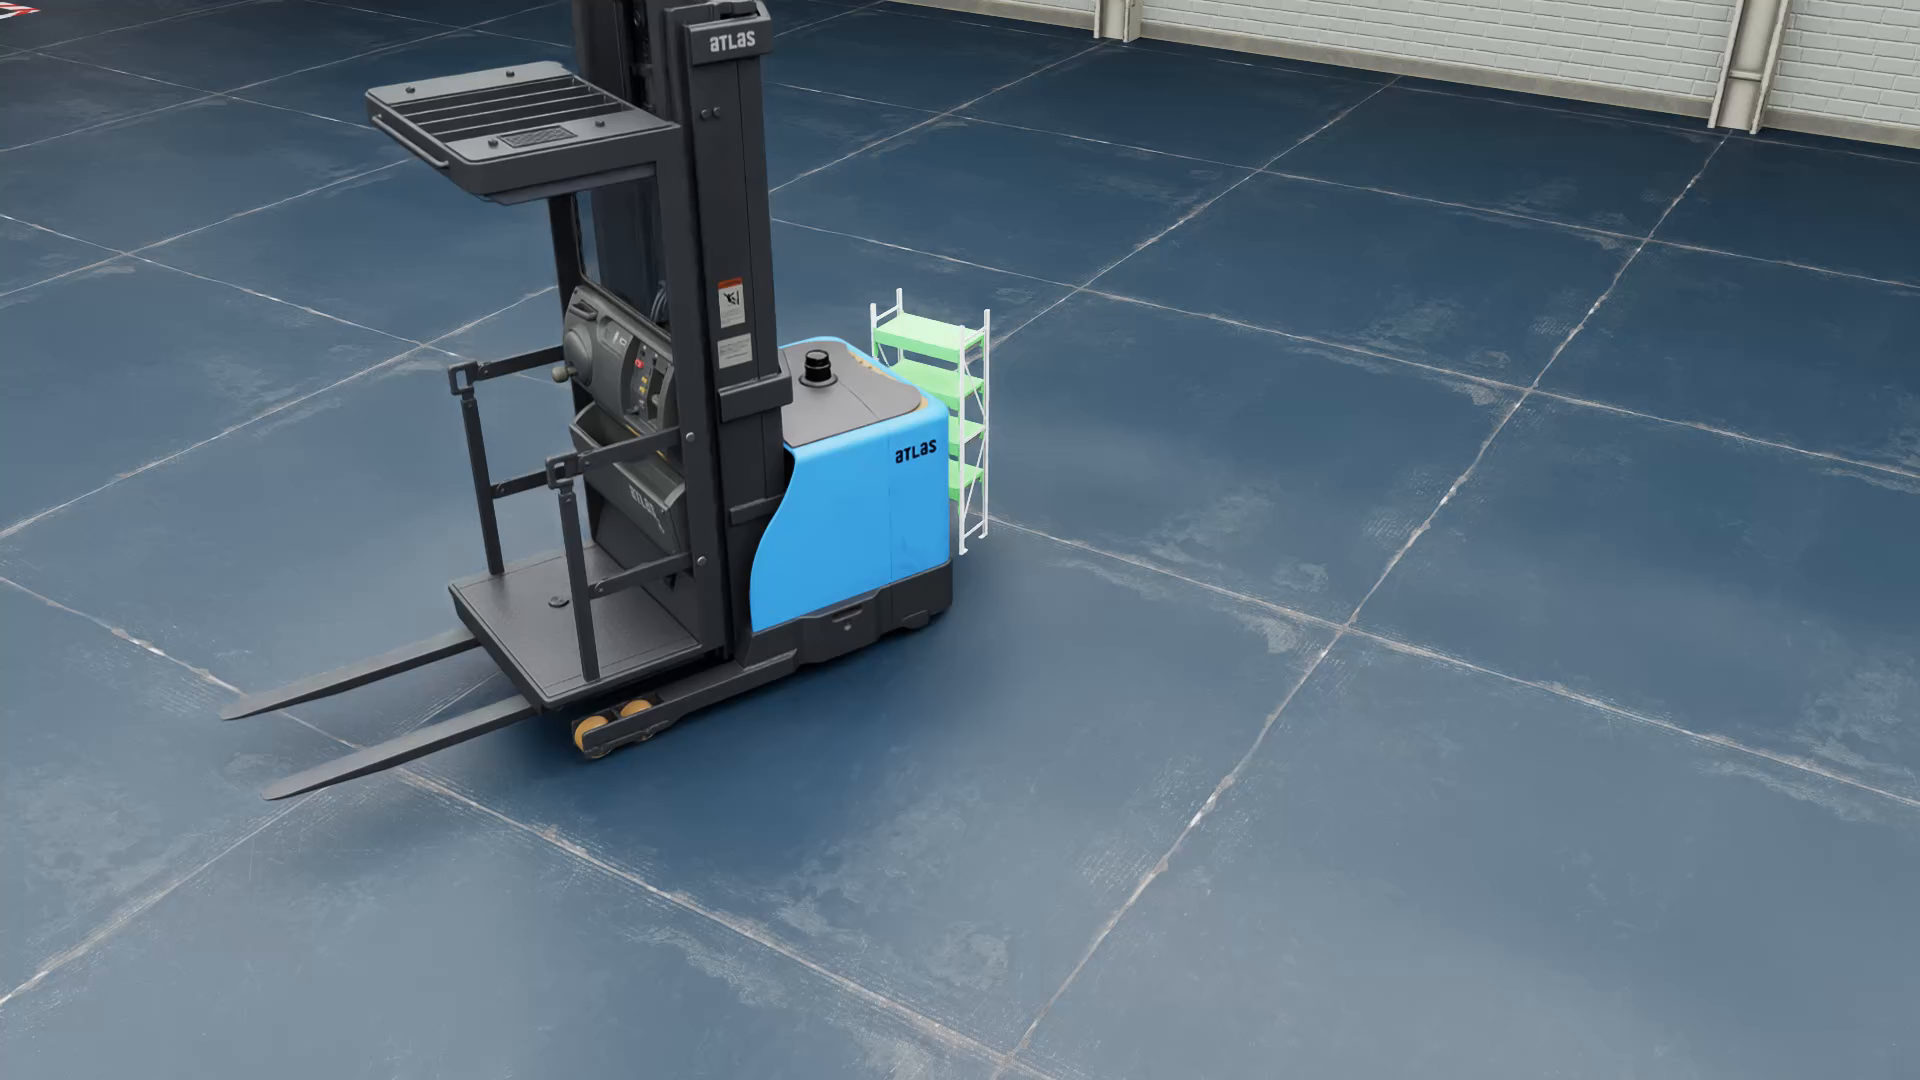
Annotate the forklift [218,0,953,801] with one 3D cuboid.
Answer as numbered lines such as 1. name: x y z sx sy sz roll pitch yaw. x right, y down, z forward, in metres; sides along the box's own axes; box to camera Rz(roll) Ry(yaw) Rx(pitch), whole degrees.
1. forklift: -1.530 -0.686 6.518 3.031 2.935 1.130 -20 36 -30

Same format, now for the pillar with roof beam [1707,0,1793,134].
1. pillar with roof beam: 4.415 -5.628 8.967 0.400 9.000 9.100 18 35 27

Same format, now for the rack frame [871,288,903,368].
1. rack frame: -0.347 -0.628 8.136 0.015 1.200 0.240 18 35 27

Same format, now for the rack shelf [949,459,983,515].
1. rack shelf: -0.140 -0.300 8.177 0.480 0.148 0.258 18 35 27

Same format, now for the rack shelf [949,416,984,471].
1. rack shelf: -0.140 -0.507 8.056 0.480 0.148 0.258 18 35 27

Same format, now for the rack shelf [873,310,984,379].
1. rack shelf: -0.140 -0.922 7.814 0.480 0.148 0.258 18 35 27

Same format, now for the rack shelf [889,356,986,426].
1. rack shelf: -0.140 -0.715 7.935 0.480 0.148 0.258 18 35 27

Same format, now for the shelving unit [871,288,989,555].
1. shelving unit: -0.140 -0.563 8.024 0.503 1.200 0.258 18 35 27

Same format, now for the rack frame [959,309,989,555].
1. rack frame: 0.066 -0.497 7.912 0.015 1.200 0.240 18 35 27

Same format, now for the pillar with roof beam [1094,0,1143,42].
1. pillar with roof beam: -0.667 -7.235 11.722 0.400 9.000 9.100 18 35 27
